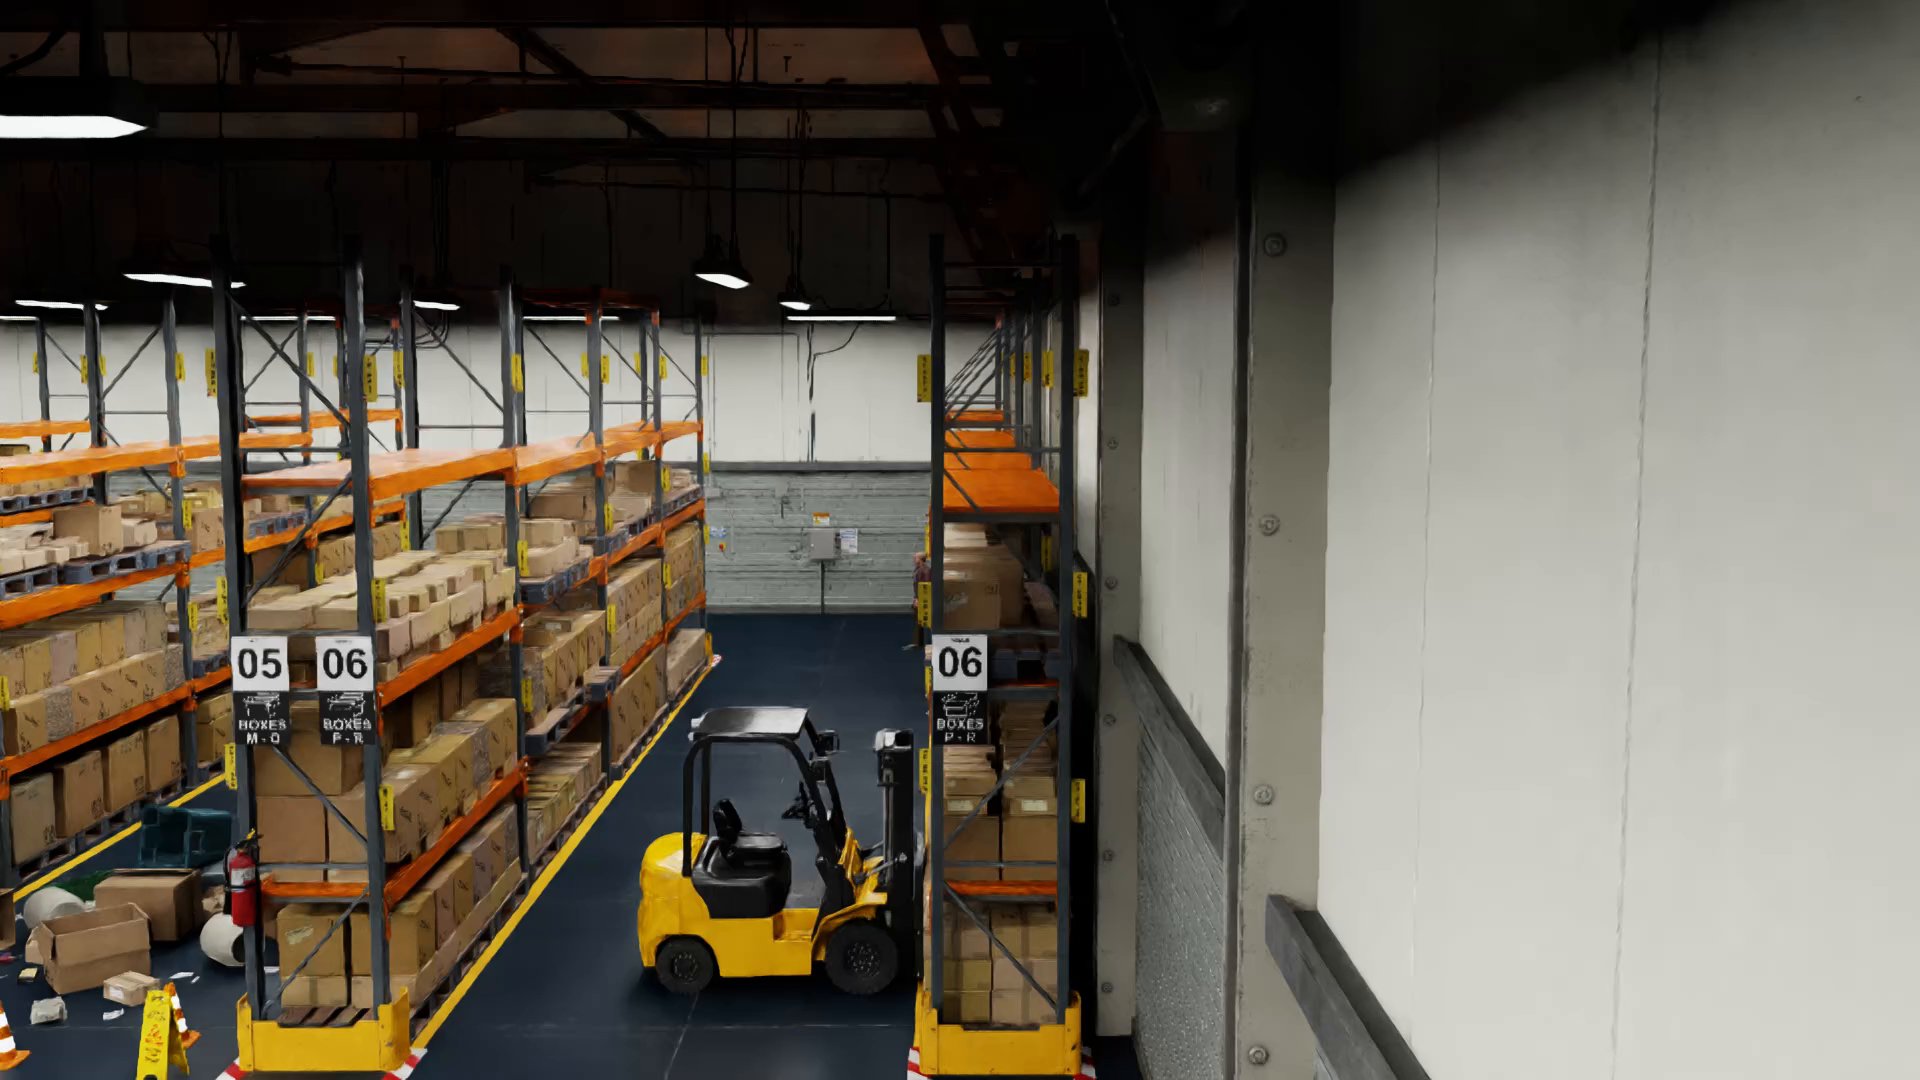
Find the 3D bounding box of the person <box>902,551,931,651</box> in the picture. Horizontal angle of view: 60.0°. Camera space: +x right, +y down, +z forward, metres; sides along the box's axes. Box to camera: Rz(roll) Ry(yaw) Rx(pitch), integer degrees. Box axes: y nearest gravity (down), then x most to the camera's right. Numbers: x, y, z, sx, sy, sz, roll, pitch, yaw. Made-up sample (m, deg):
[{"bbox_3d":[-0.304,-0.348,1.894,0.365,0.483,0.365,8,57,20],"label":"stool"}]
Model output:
[{"bbox_3d":[-0.615,1.064,29.208,0.768,1.770,0.598,-3,7,-28],"label":"person"}]
